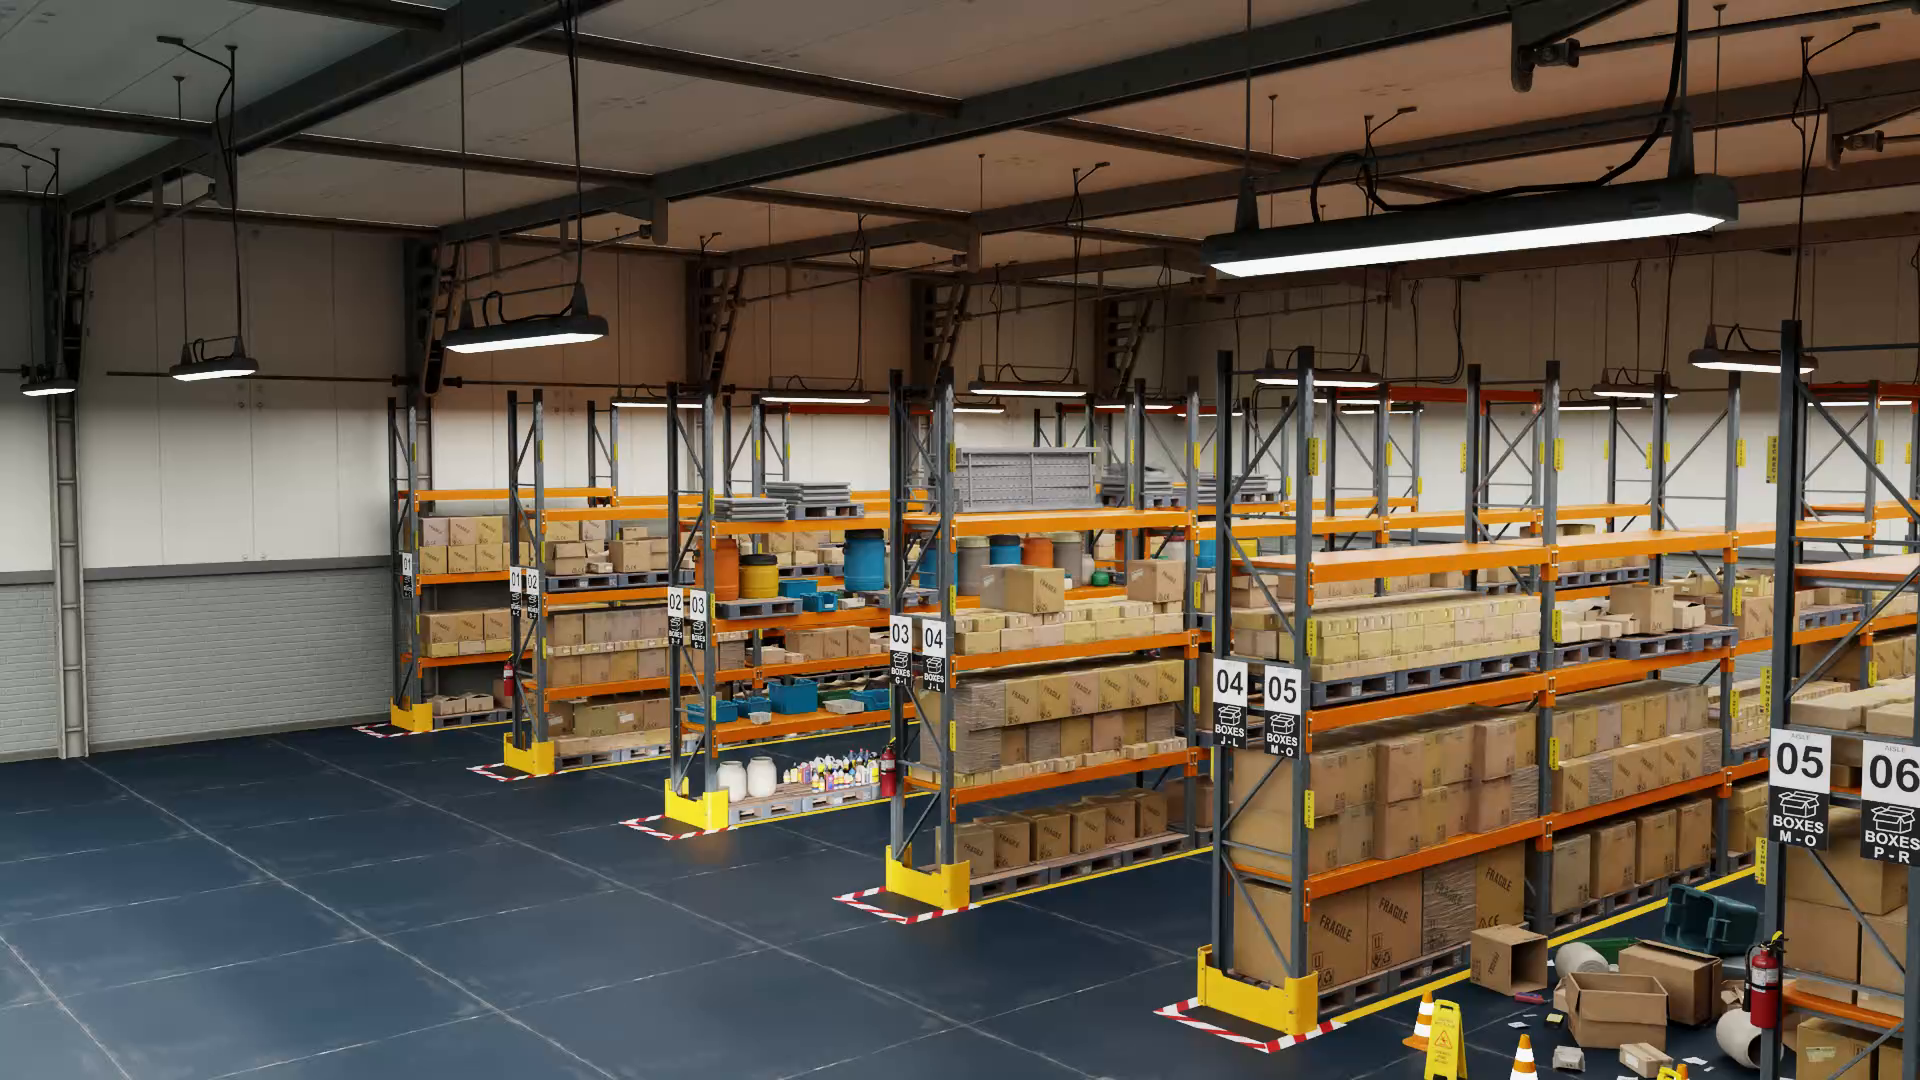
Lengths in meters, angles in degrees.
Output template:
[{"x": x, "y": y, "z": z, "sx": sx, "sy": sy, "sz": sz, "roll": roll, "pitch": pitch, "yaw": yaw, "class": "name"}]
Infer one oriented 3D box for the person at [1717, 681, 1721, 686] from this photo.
[{"x": 11.268, "y": 2.904, "z": 24.542, "sx": 0.816, "sy": 1.679, "sz": 0.601, "roll": -3, "pitch": 5, "yaw": -43, "class": "person"}]
